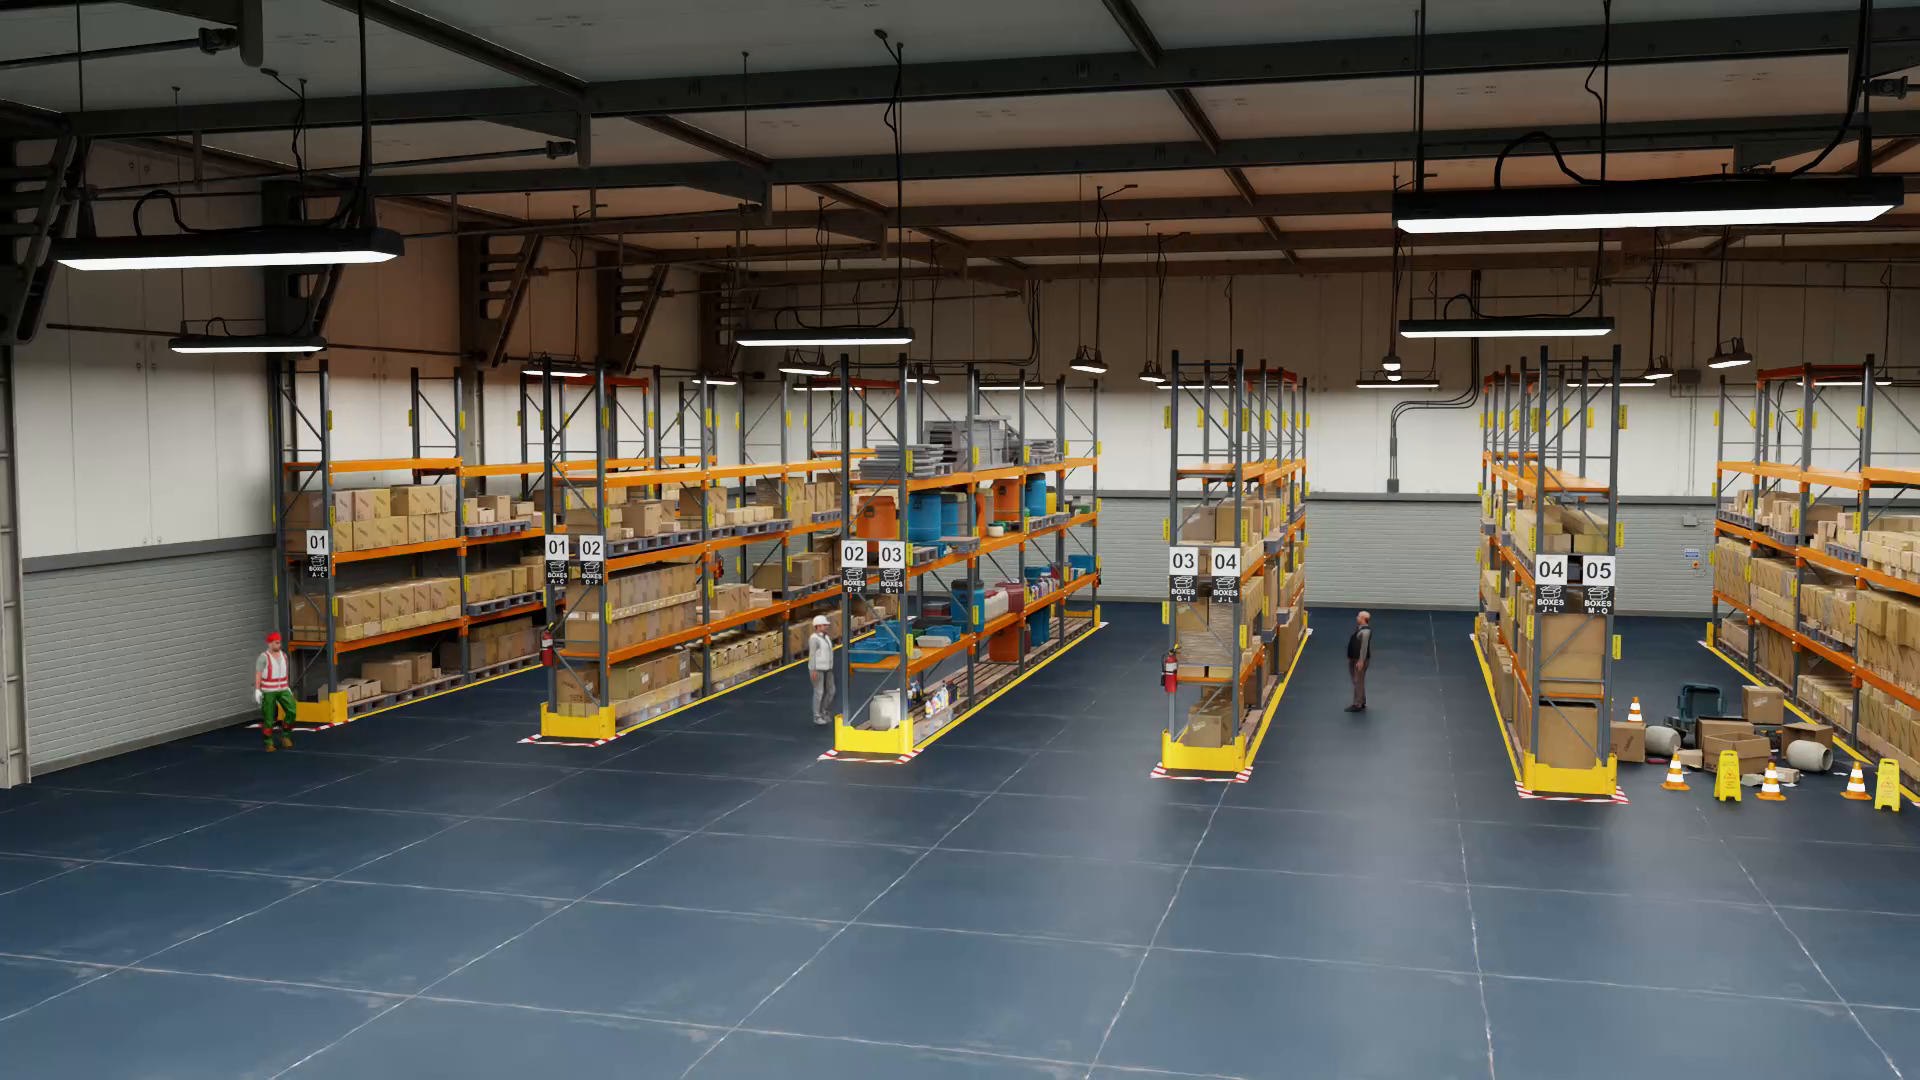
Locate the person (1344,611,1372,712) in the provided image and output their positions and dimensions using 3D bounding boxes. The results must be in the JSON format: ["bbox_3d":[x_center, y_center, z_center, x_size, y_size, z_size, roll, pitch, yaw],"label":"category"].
[{"bbox_3d":[6.860,2.092,28.734,0.569,1.723,0.535,-1,4,-17],"label":"person"}]

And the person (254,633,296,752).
[{"bbox_3d":[-10.403,2.303,25.205,0.404,1.793,0.629,3,5,36],"label":"person"}]

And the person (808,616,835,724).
[{"bbox_3d":[-2.295,2.173,27.550,0.387,1.850,0.606,2,5,26],"label":"person"}]
